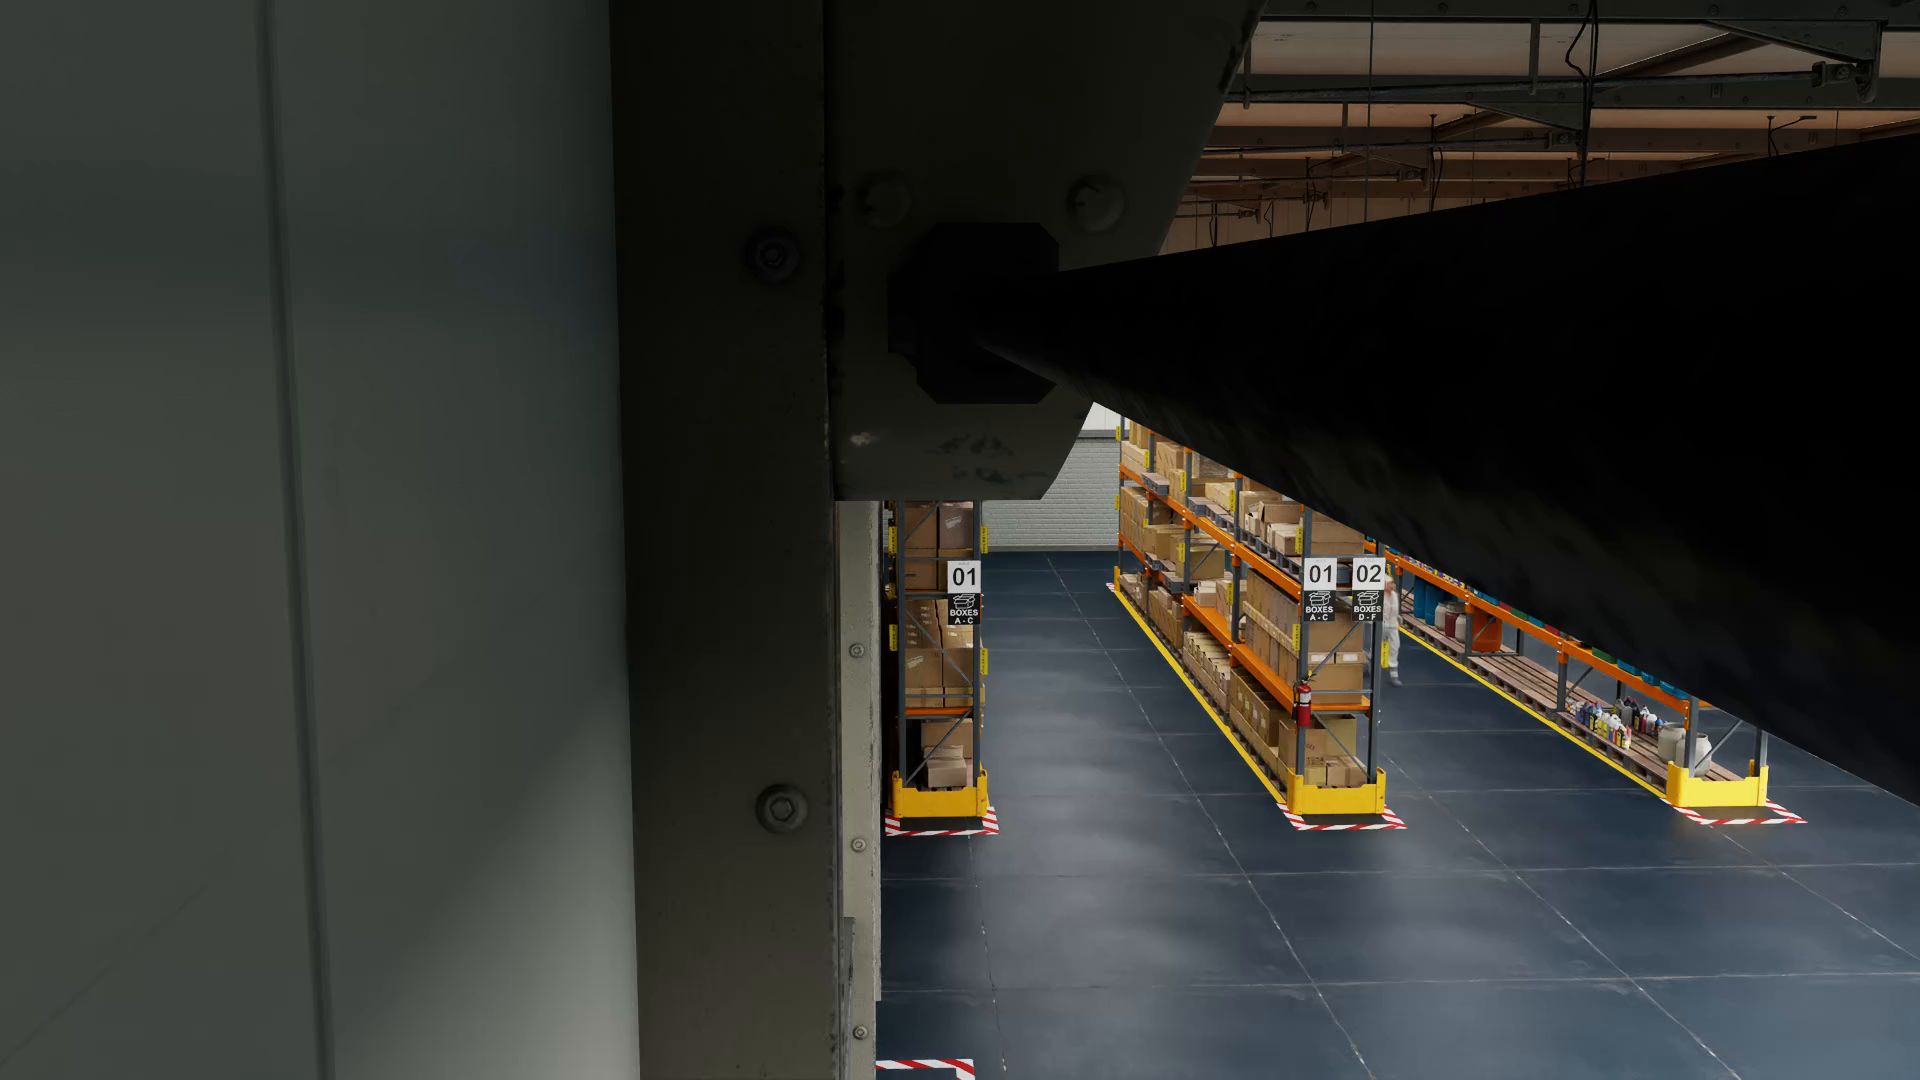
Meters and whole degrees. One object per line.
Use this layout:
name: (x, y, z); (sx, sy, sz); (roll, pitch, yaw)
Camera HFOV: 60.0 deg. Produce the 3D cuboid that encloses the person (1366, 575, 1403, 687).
person: (7.051, 1.465, 27.569); (0.656, 1.786, 0.987); (-2, 8, -14)
